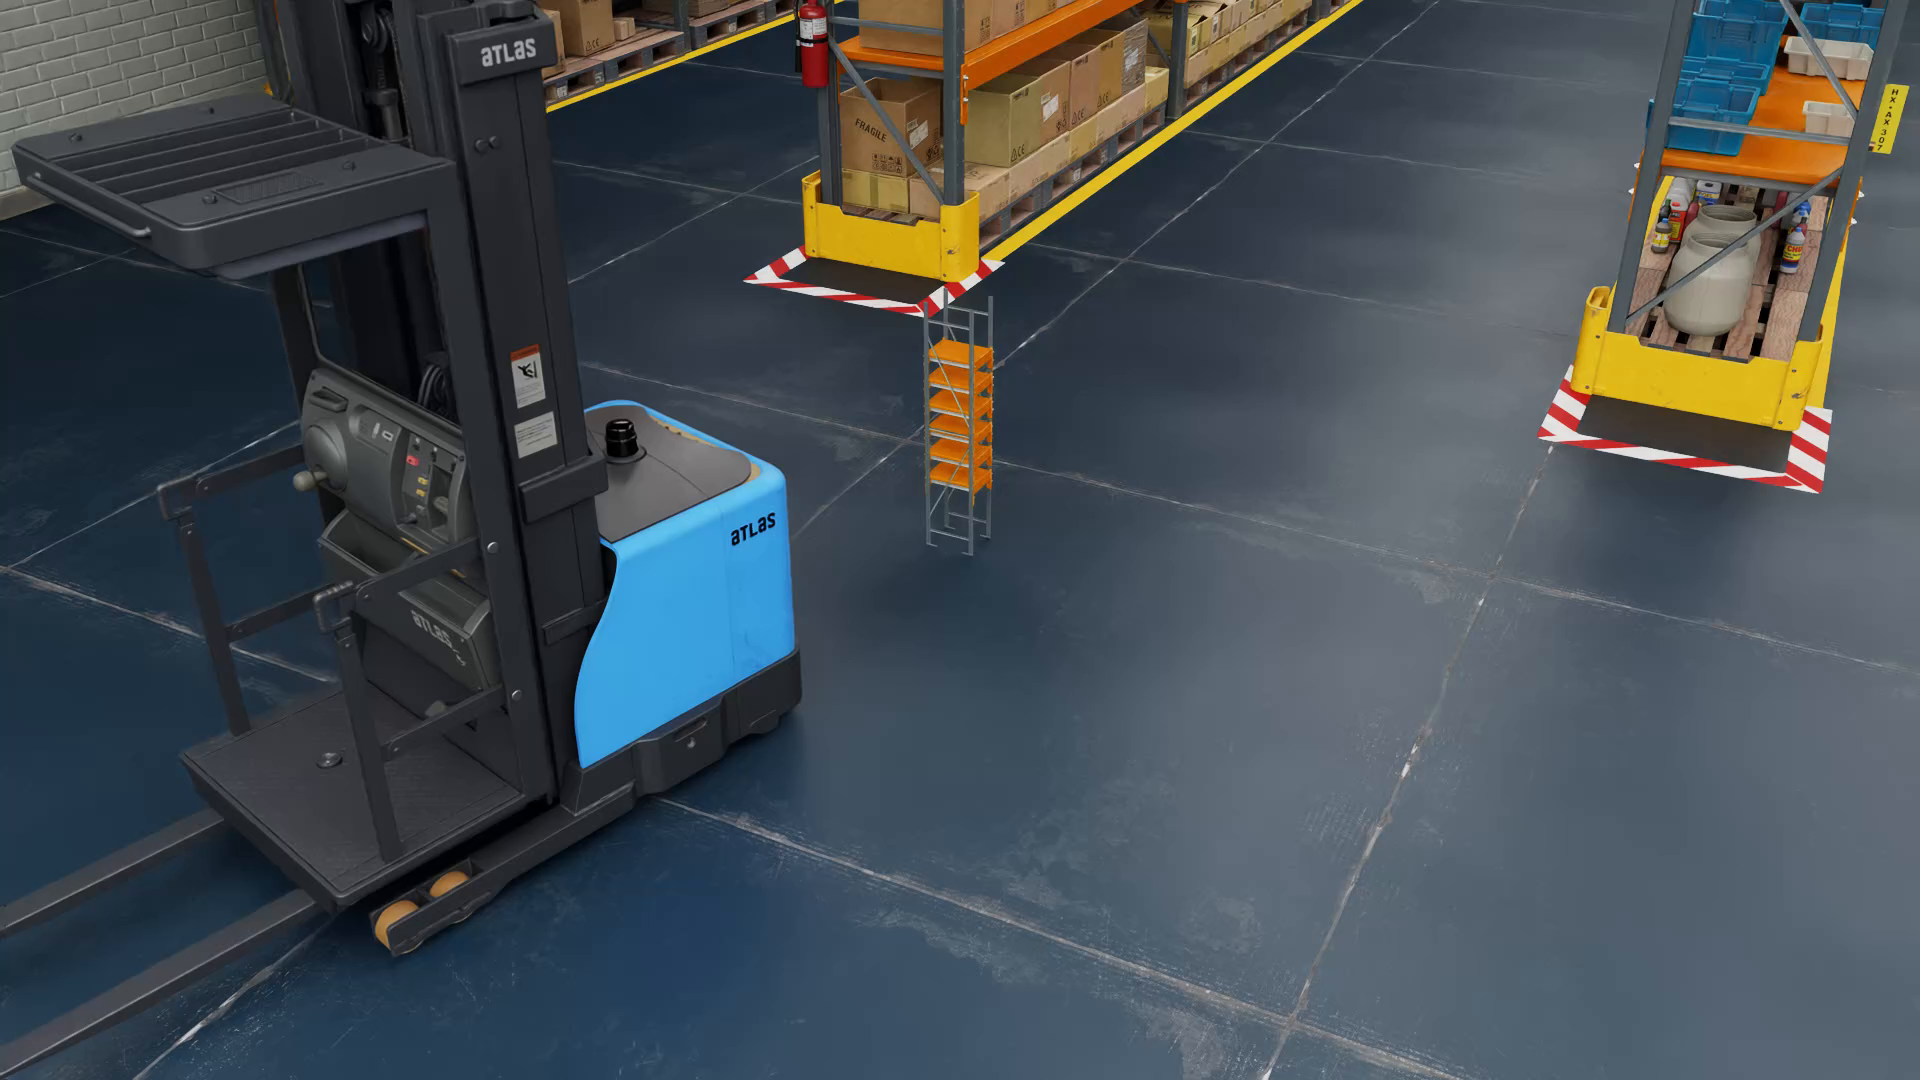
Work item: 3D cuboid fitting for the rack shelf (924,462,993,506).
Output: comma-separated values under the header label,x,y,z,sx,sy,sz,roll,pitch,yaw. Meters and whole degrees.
label,x,y,z,sx,sy,sz,roll,pitch,yaw
rack shelf,-0.007,-0.267,7.582,0.258,0.103,0.180,14,33,23

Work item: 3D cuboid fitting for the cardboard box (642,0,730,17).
label,x,y,z,sx,sy,sz,roll,pitch,yaw
cardboard box,-2.712,-5.484,16.356,0.700,0.500,0.500,15,33,25

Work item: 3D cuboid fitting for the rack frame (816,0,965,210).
label,x,y,z,sx,sy,sz,roll,pitch,yaw
rack frame,-0.443,-3.152,10.227,1.000,3.000,0.127,14,33,23

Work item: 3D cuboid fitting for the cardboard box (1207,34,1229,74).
label,x,y,z,sx,sy,sz,roll,pitch,yaw
cardboard box,2.018,-4.264,14.502,0.500,0.250,0.500,15,33,24

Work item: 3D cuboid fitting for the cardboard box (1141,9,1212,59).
label,x,y,z,sx,sy,sz,roll,pitch,yaw
cardboard box,1.789,-4.285,13.976,0.500,0.311,0.500,14,33,23

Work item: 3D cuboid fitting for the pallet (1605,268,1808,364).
label,x,y,z,sx,sy,sz,roll,pitch,yaw
pallet,4.333,-1.221,9.664,1.003,0.211,1.213,14,33,23

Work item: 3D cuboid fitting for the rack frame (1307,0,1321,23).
label,x,y,z,sx,sy,sz,roll,pitch,yaw
rack frame,3.201,-6.698,16.403,1.000,3.000,0.127,14,33,23

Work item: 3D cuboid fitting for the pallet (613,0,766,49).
label,x,y,z,sx,sy,sz,roll,pitch,yaw
pallet,-2.679,-5.184,16.565,1.003,0.211,1.213,14,33,23

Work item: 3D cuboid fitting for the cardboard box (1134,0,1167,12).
label,x,y,z,sx,sy,sz,roll,pitch,yaw
cardboard box,1.540,-4.635,14.585,0.500,0.311,0.500,15,33,25

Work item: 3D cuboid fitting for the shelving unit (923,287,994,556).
label,x,y,z,sx,sy,sz,roll,pitch,yaw
shelving unit,-0.007,-0.514,7.440,0.258,1.200,0.189,14,33,23

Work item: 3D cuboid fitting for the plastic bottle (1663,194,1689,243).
label,x,y,z,sx,sy,sz,roll,pitch,yaw
plastic bottle,4.551,-2.055,10.610,0.152,0.276,0.135,15,33,24

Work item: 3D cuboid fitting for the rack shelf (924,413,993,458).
label,x,y,z,sx,sy,sz,roll,pitch,yaw
rack shelf,-0.007,-0.475,7.462,0.258,0.103,0.180,14,33,23

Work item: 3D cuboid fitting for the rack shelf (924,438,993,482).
label,x,y,z,sx,sy,sz,roll,pitch,yaw
rack shelf,-0.007,-0.371,7.522,0.258,0.103,0.180,14,33,23

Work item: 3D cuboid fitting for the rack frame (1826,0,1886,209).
label,x,y,z,sx,sy,sz,roll,pitch,yaw
rack frame,5.787,-3.800,11.355,1.000,3.000,0.127,14,33,23

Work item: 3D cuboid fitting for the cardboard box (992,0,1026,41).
label,x,y,z,sx,sy,sz,roll,pitch,yaw
cardboard box,0.016,-3.633,10.964,0.700,0.500,0.500,15,33,25

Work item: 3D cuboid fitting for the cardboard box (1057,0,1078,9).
label,x,y,z,sx,sy,sz,roll,pitch,yaw
cardboard box,0.484,-4.086,11.753,0.700,0.500,0.500,15,33,25

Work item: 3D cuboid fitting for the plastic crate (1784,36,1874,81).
label,x,y,z,sx,sy,sz,roll,pitch,yaw
plastic crate,5.273,-2.908,10.067,0.530,0.136,0.437,14,33,23

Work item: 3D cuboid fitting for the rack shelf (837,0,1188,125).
label,x,y,z,sx,sy,sz,roll,pitch,yaw
rack shelf,0.468,-3.727,11.950,1.077,0.370,4.000,14,33,23

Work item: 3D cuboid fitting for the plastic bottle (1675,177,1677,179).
label,x,y,z,sx,sy,sz,roll,pitch,yaw
plastic bottle,4.852,-2.402,11.206,0.061,0.283,0.133,16,33,25

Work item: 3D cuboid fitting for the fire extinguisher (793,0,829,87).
label,x,y,z,sx,sy,sz,roll,pitch,yaw
fire extinguisher,-0.910,-3.171,10.338,0.296,0.674,0.183,14,33,23

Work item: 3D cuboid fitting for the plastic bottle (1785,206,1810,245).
label,x,y,z,sx,sy,sz,roll,pitch,yaw
plastic bottle,5.270,-1.964,10.455,0.097,0.271,0.097,0,30,0

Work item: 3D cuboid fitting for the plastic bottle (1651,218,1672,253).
label,x,y,z,sx,sy,sz,roll,pitch,yaw
plastic bottle,4.411,-1.918,10.445,0.097,0.201,0.097,0,30,0

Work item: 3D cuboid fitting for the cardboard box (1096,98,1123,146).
label,x,y,z,sx,sy,sz,roll,pitch,yaw
cardboard box,0.911,-3.215,12.677,0.500,0.250,0.500,14,33,23

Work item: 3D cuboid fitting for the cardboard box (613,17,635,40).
label,x,y,z,sx,sy,sz,roll,pitch,yaw
cardboard box,-3.249,-4.765,15.440,0.380,0.166,0.250,10,31,17

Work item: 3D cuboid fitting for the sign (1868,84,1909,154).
label,x,y,z,sx,sy,sz,roll,pitch,yaw
sign,4.453,-2.020,7.977,0.100,0.325,0.005,14,33,23

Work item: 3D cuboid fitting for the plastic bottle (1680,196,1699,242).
label,x,y,z,sx,sy,sz,roll,pitch,yaw
plastic bottle,4.646,-2.035,10.567,0.061,0.283,0.133,14,33,23

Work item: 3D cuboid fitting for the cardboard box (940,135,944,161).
label,x,y,z,sx,sy,sz,roll,pitch,yaw
cardboard box,-0.245,-2.671,11.728,0.500,0.250,0.500,14,33,23

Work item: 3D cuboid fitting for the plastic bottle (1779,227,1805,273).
label,x,y,z,sx,sy,sz,roll,pitch,yaw
plastic bottle,5.068,-1.767,10.113,0.097,0.271,0.097,0,30,0

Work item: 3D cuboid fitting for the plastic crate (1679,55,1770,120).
label,x,y,z,sx,sy,sz,roll,pitch,yaw
plastic crate,4.227,-2.538,9.308,0.499,0.251,0.408,14,33,23

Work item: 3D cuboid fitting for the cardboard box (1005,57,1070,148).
label,x,y,z,sx,sy,sz,roll,pitch,yaw
cardboard box,0.442,-3.101,11.724,0.500,0.500,0.500,14,33,23

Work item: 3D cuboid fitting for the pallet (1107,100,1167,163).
label,x,y,z,sx,sy,sz,roll,pitch,yaw
pallet,0.980,-3.373,13.412,1.003,0.211,1.213,14,33,23

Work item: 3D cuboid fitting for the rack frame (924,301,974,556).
label,x,y,z,sx,sy,sz,roll,pitch,yaw
rack frame,-0.048,-0.473,7.369,0.240,1.200,0.006,14,33,23

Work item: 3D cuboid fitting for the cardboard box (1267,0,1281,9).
label,x,y,z,sx,sy,sz,roll,pitch,yaw
cardboard box,2.719,-5.188,15.549,0.500,0.311,0.500,14,33,23

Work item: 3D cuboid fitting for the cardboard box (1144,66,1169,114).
label,x,y,z,sx,sy,sz,roll,pitch,yaw
cardboard box,1.363,-3.660,13.450,0.500,0.250,0.500,14,33,23

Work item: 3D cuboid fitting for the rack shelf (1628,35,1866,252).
label,x,y,z,sx,sy,sz,roll,pitch,yaw
rack shelf,4.876,-2.601,9.990,1.077,0.370,4.000,14,33,23

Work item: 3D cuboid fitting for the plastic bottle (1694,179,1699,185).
label,x,y,z,sx,sy,sz,roll,pitch,yaw
plastic bottle,4.930,-2.386,11.192,0.097,0.271,0.097,0,30,0

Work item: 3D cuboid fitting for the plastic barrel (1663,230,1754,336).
label,x,y,z,sx,sy,sz,roll,pitch,yaw
plastic barrel,4.197,-1.439,9.320,0.421,0.512,0.421,0,30,0

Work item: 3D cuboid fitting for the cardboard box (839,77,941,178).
label,x,y,z,sx,sy,sz,roll,pitch,yaw
cardboard box,-0.464,-2.772,11.152,0.500,0.500,0.500,14,33,23

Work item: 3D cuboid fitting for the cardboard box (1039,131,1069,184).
label,x,y,z,sx,sy,sz,roll,pitch,yaw
cardboard box,0.452,-2.773,11.906,0.500,0.250,0.500,14,33,23

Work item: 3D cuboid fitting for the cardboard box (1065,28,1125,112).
label,x,y,z,sx,sy,sz,roll,pitch,yaw
cardboard box,0.900,-3.543,12.495,0.500,0.500,0.500,14,33,23

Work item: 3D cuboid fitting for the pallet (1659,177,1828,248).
label,x,y,z,sx,sy,sz,roll,pitch,yaw
pallet,5.444,-2.302,11.547,1.003,0.211,1.213,14,33,23

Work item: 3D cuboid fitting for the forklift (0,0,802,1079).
label,x,y,z,sx,sy,sz,roll,pitch,yaw
forklift,-1.986,-0.215,5.181,1.130,2.935,3.031,25,38,36

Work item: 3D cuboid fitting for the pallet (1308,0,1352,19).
label,x,y,z,sx,sy,sz,roll,pitch,yaw
pallet,3.575,-5.812,17.658,1.003,0.211,1.213,14,33,23

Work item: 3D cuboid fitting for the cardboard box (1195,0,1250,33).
label,x,y,z,sx,sy,sz,roll,pitch,yaw
cardboard box,2.257,-4.735,14.760,0.500,0.311,0.500,13,32,22

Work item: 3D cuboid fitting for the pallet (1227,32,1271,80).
label,x,y,z,sx,sy,sz,roll,pitch,yaw
pallet,2.235,-4.594,15.538,1.003,0.211,1.213,14,33,23

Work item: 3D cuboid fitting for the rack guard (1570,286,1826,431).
label,x,y,z,sx,sy,sz,roll,pitch,yaw
rack guard,3.958,-0.987,8.967,1.175,0.500,0.348,14,33,23

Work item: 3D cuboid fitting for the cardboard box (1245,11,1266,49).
label,x,y,z,sx,sy,sz,roll,pitch,yaw
cardboard box,2.484,-4.719,15.296,0.500,0.250,0.500,15,33,24

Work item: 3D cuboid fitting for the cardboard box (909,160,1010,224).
label,x,y,z,sx,sy,sz,roll,pitch,yaw
cardboard box,-0.001,-2.329,11.133,0.500,0.250,0.500,14,33,23

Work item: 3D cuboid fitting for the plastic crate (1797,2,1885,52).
label,x,y,z,sx,sy,sz,roll,pitch,yaw
plastic crate,5.525,-3.183,10.430,0.499,0.251,0.616,14,33,23

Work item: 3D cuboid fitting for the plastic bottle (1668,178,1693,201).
label,x,y,z,sx,sy,sz,roll,pitch,yaw
plastic bottle,4.686,-2.224,10.828,0.144,0.351,0.185,16,33,25

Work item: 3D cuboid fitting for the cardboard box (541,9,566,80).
label,x,y,z,sx,sy,sz,roll,pitch,yaw
cardboard box,-3.821,-4.234,14.179,0.700,0.500,0.500,12,32,20

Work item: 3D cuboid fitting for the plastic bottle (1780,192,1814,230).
label,x,y,z,sx,sy,sz,roll,pitch,yaw
plastic bottle,5.438,-2.159,10.791,0.152,0.276,0.135,15,33,24

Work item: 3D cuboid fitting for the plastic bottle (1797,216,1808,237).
label,x,y,z,sx,sy,sz,roll,pitch,yaw
plastic bottle,5.188,-1.869,10.278,0.061,0.283,0.133,15,33,24

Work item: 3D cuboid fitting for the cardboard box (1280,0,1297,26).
label,x,y,z,sx,sy,sz,roll,pitch,yaw
cardboard box,2.947,-5.170,16.081,0.500,0.250,0.500,14,33,23

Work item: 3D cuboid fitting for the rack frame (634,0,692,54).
label,x,y,z,sx,sy,sz,roll,pitch,yaw
rack frame,-3.032,-6.047,15.269,1.000,3.000,0.127,14,33,23

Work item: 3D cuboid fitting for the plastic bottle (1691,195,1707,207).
label,x,y,z,sx,sy,sz,roll,pitch,yaw
plastic bottle,4.813,-2.151,10.852,0.097,0.201,0.097,0,30,0

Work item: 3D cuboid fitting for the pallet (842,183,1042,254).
label,x,y,z,sx,sy,sz,roll,pitch,yaw
pallet,-0.132,-2.291,11.528,1.003,0.211,1.213,14,33,23

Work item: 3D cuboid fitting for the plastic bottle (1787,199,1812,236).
label,x,y,z,sx,sy,sz,roll,pitch,yaw
plastic bottle,5.362,-2.053,10.612,0.097,0.271,0.097,0,30,0
